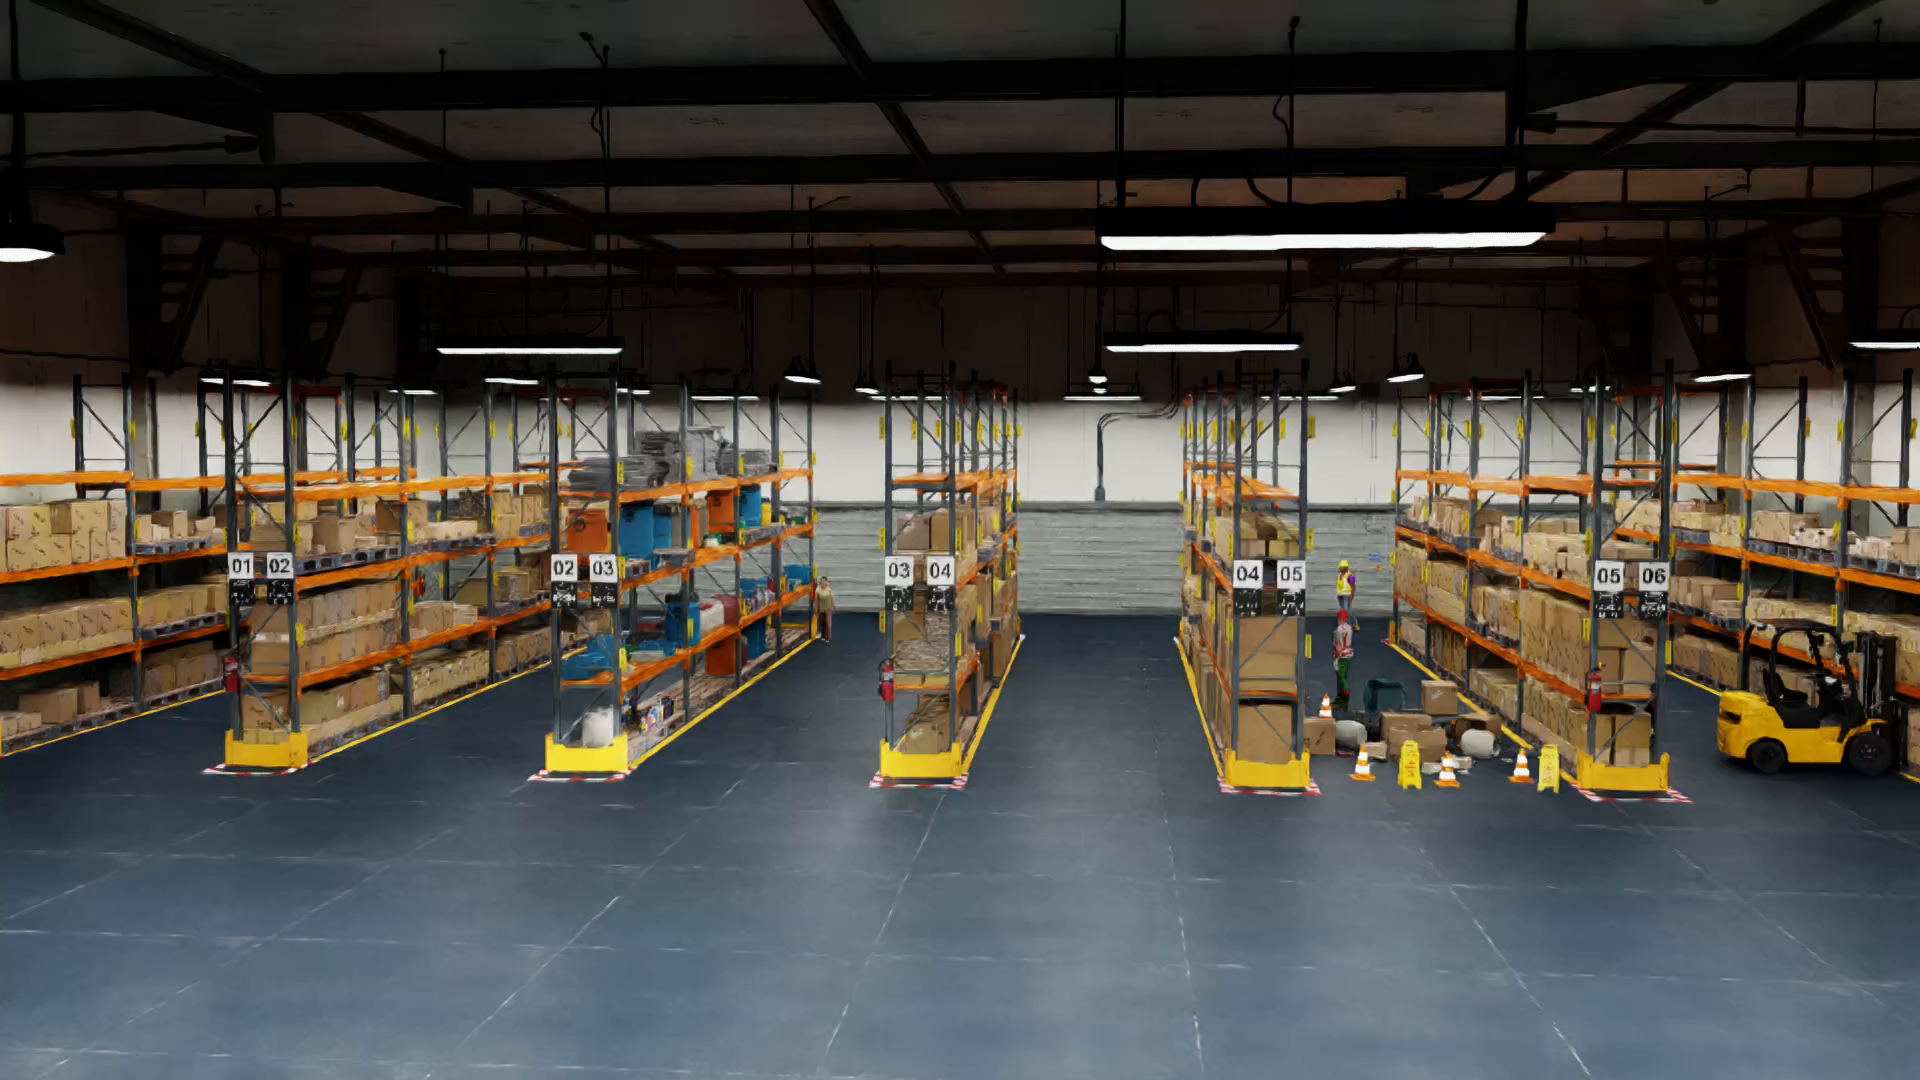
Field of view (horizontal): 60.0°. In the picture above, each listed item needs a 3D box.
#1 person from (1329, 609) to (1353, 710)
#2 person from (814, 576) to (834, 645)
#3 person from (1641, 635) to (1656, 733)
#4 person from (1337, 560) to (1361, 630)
[{"bbox_3d":[6.813,2.128,29.901,0.489,1.787,0.608,3,5,35],"label":"person"},{"bbox_3d":[-3.189,1.624,38.945,0.451,1.586,1.099,0,4,3],"label":"person"},{"bbox_3d":[11.385,2.378,27.604,0.527,1.591,0.523,3,5,38],"label":"person"},{"bbox_3d":[9.662,1.388,41.424,0.459,1.760,0.706,-2,4,-29],"label":"person"}]
